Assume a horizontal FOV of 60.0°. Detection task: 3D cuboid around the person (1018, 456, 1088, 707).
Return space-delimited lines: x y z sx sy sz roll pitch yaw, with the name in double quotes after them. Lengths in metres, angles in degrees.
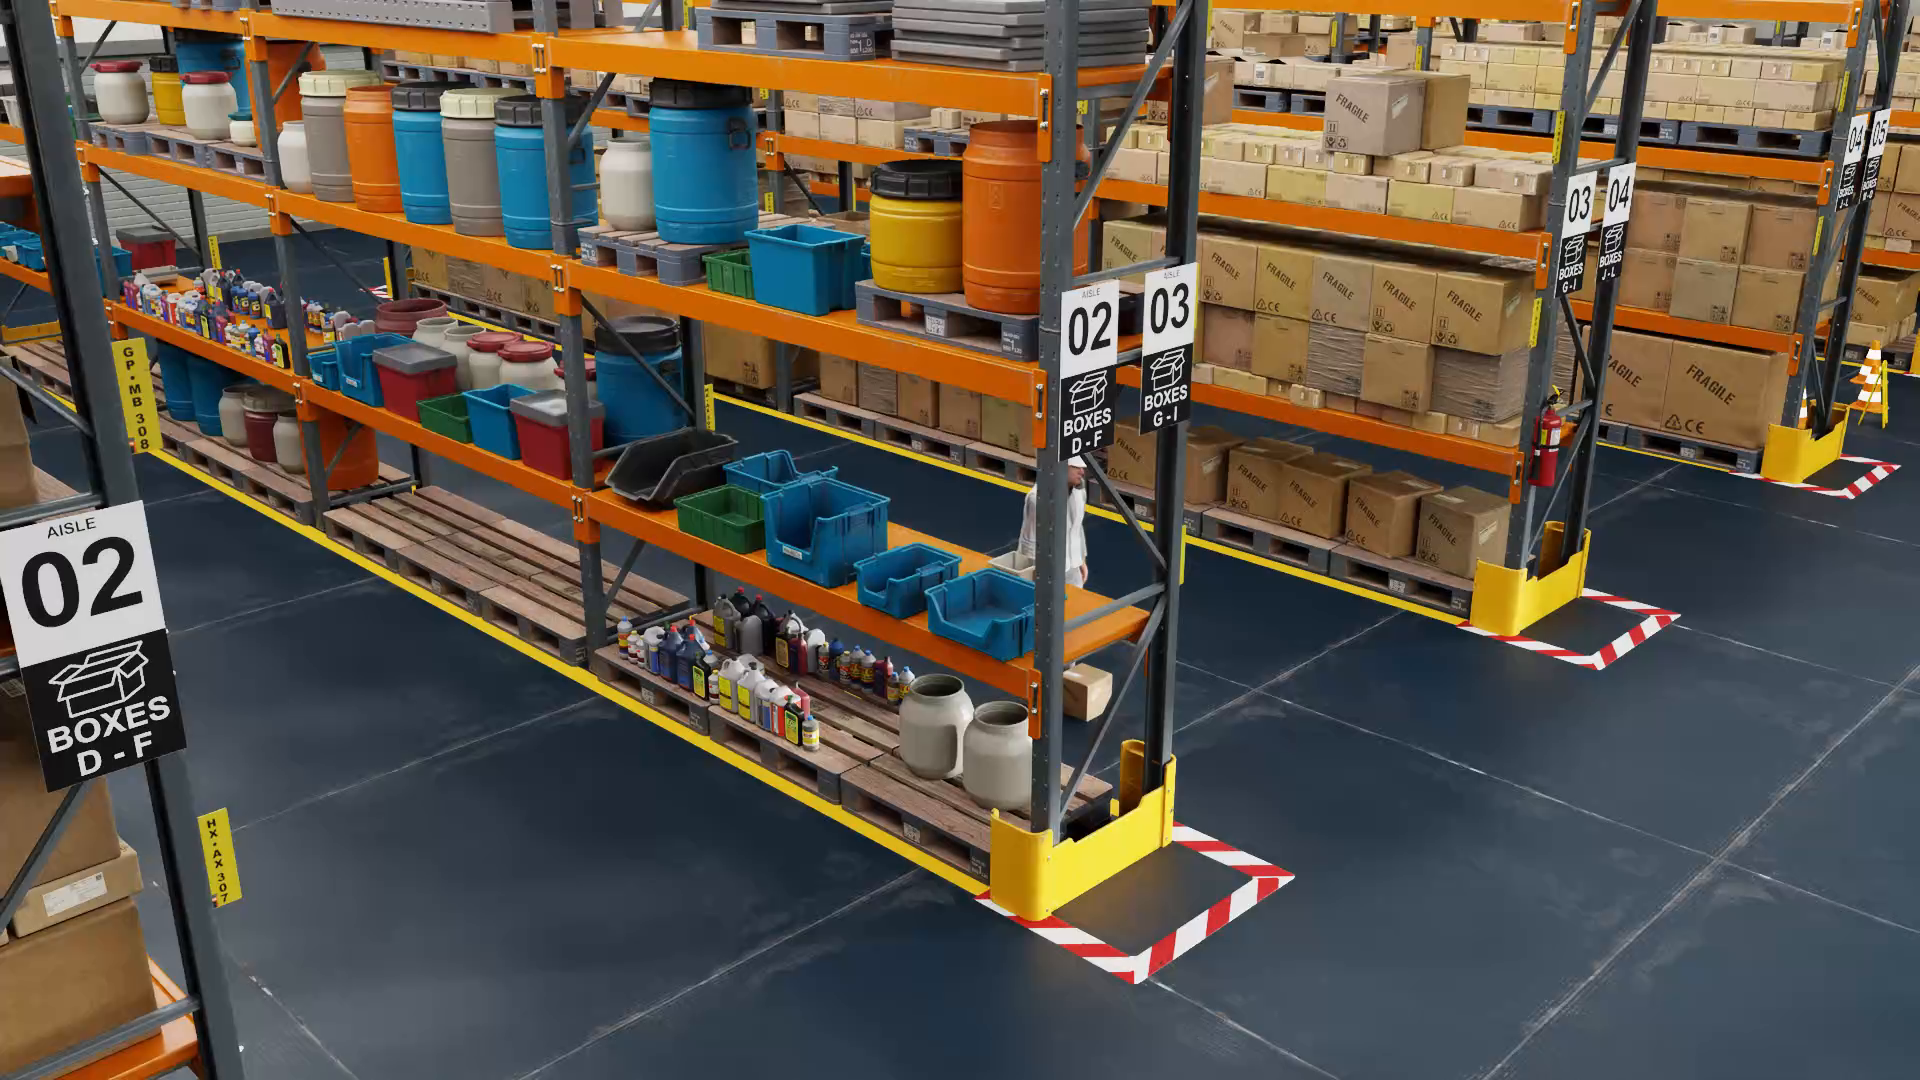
0.611 0.195 10.516 0.472 1.772 0.594 17 26 38 "person"
